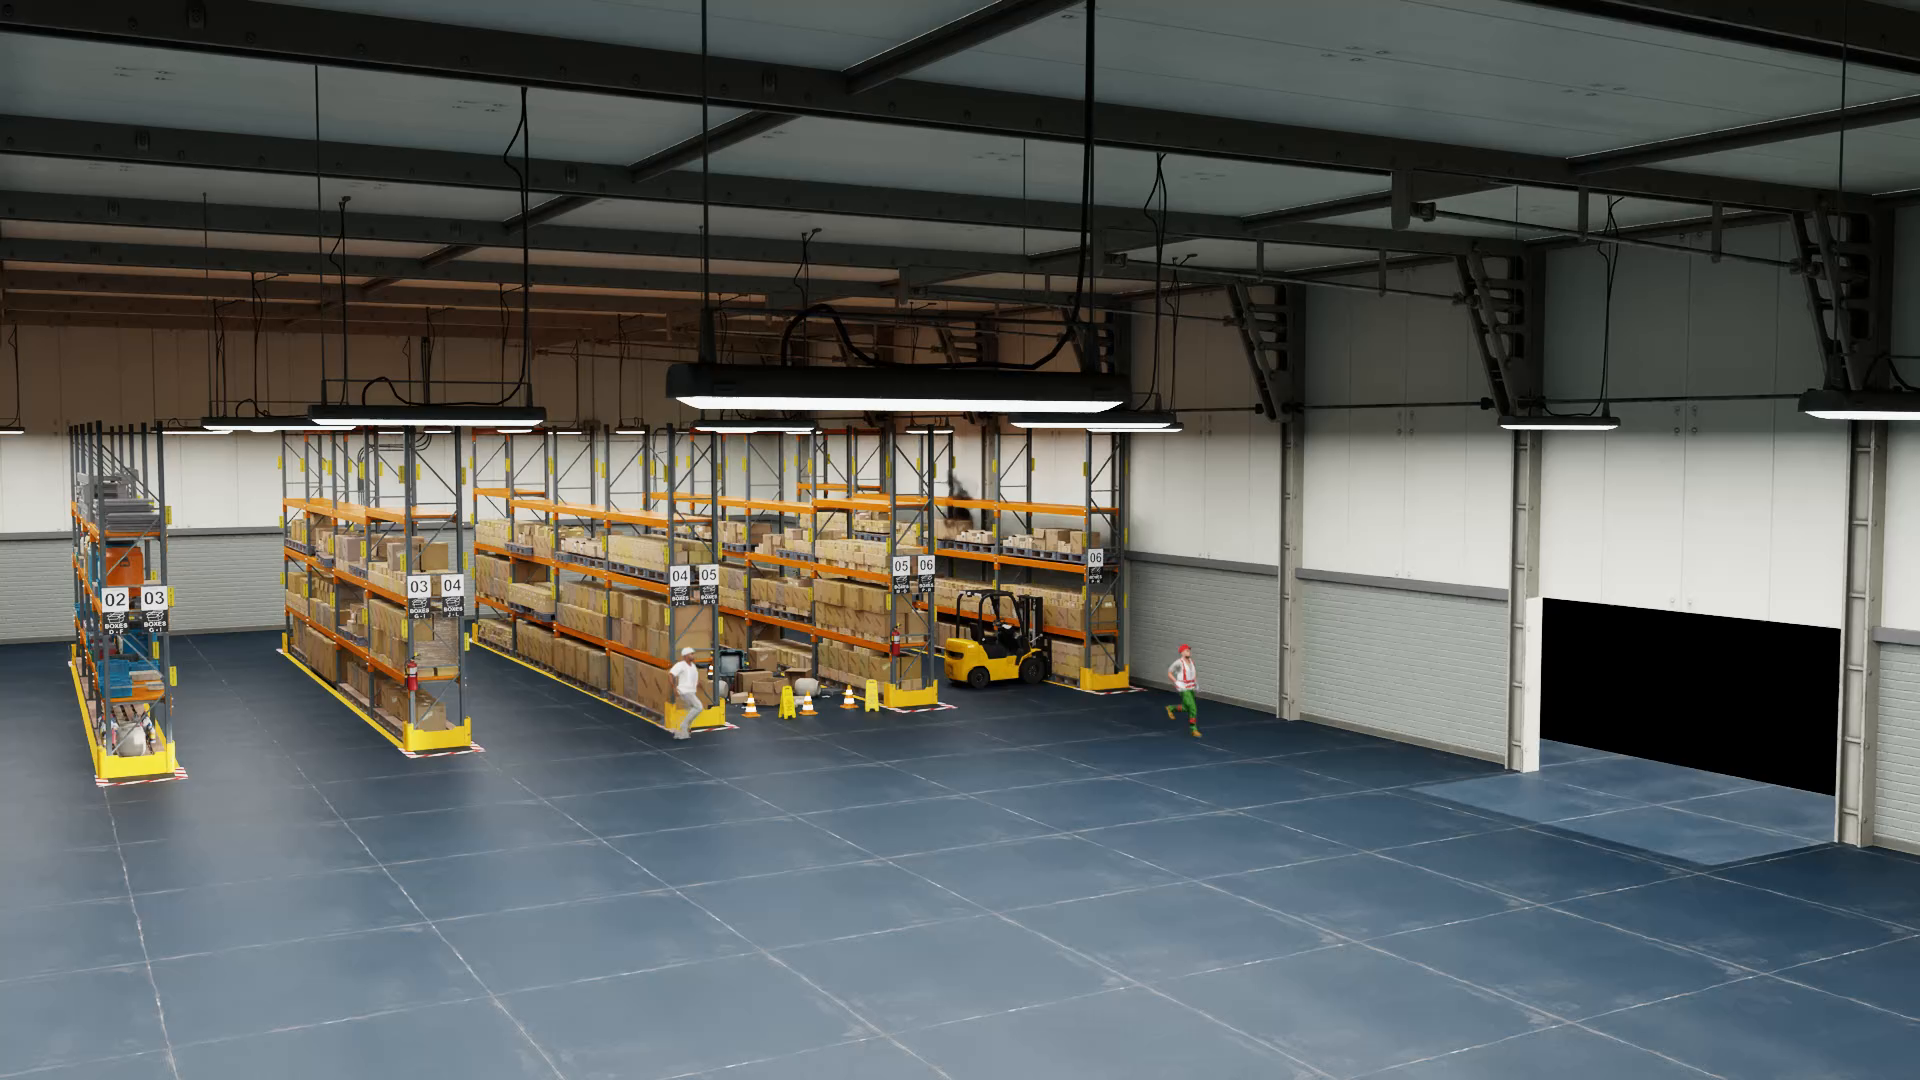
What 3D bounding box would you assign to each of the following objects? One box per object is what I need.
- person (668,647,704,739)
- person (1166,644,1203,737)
[{"bbox_3d":[-5.138,2.901,31.612,0.609,1.714,0.712,1,4,16],"label":"person"},{"bbox_3d":[4.323,2.887,32.101,0.940,1.756,0.649,3,5,44],"label":"person"}]
